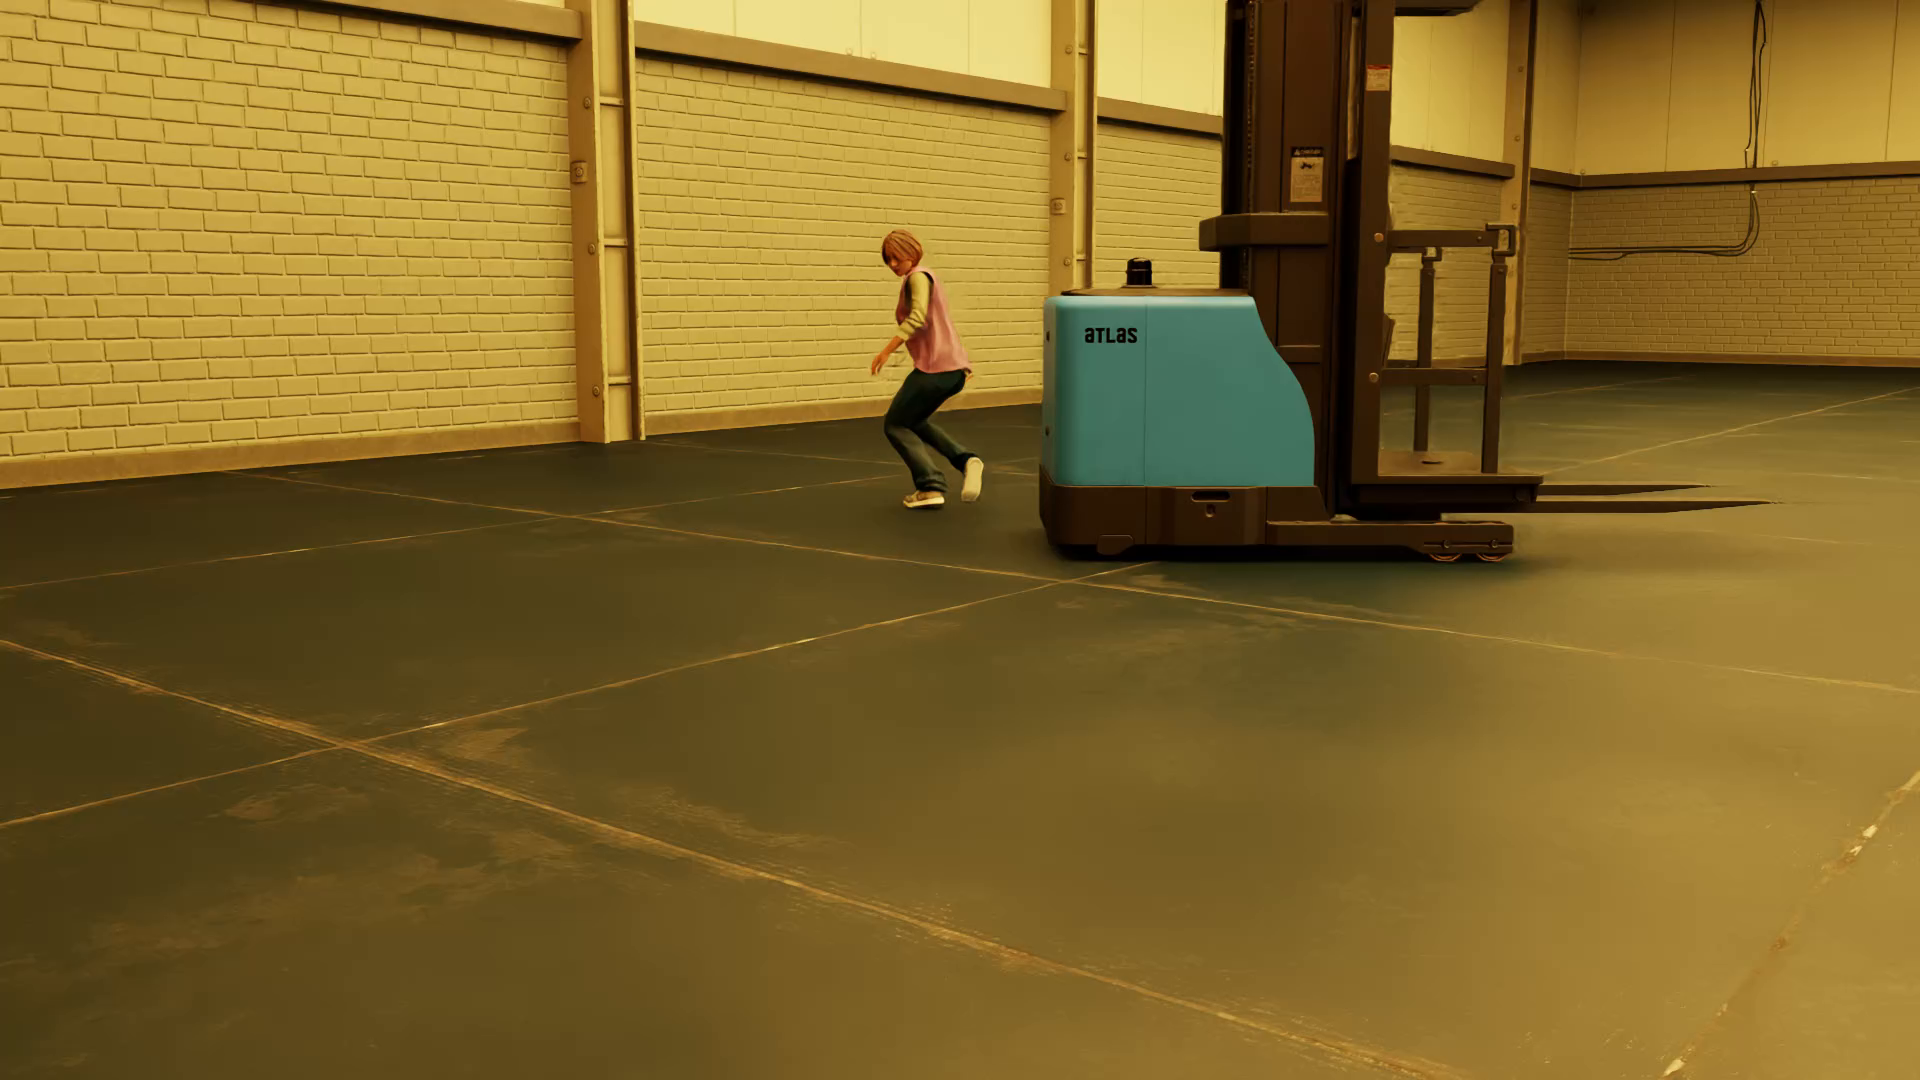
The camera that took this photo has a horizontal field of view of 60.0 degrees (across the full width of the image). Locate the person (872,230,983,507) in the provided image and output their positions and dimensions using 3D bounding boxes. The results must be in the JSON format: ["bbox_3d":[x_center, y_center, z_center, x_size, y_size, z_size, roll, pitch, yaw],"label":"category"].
[{"bbox_3d":[-0.134,-0.884,8.629,0.477,1.430,0.822,3,9,18],"label":"person"}]

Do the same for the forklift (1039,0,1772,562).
[{"bbox_3d":[1.885,-1.436,7.096,3.031,2.935,1.130,0,8,0],"label":"forklift"}]
